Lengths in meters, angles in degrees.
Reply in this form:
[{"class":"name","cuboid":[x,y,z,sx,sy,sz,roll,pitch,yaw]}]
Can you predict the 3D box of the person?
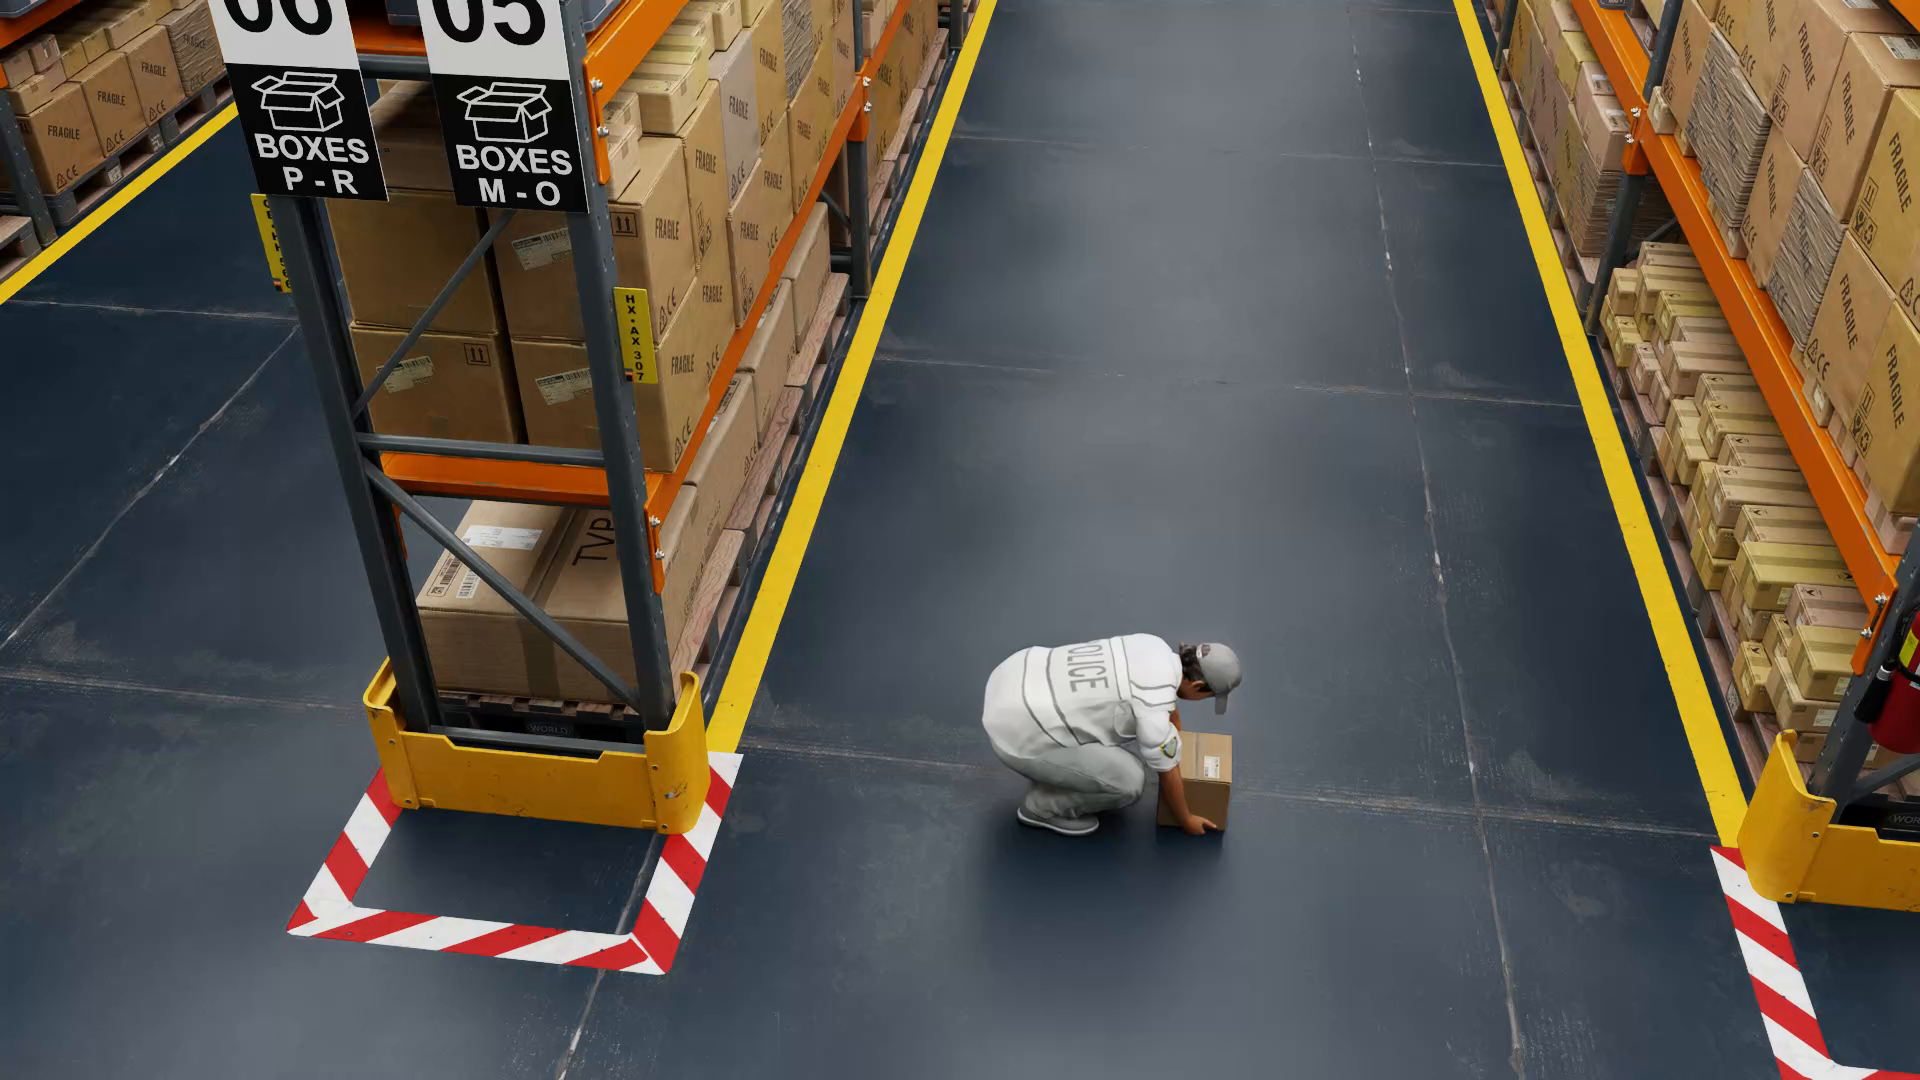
[{"class":"person","cuboid":[0.540,0.693,6.038,0.910,0.795,0.522,4,37,5]}]
